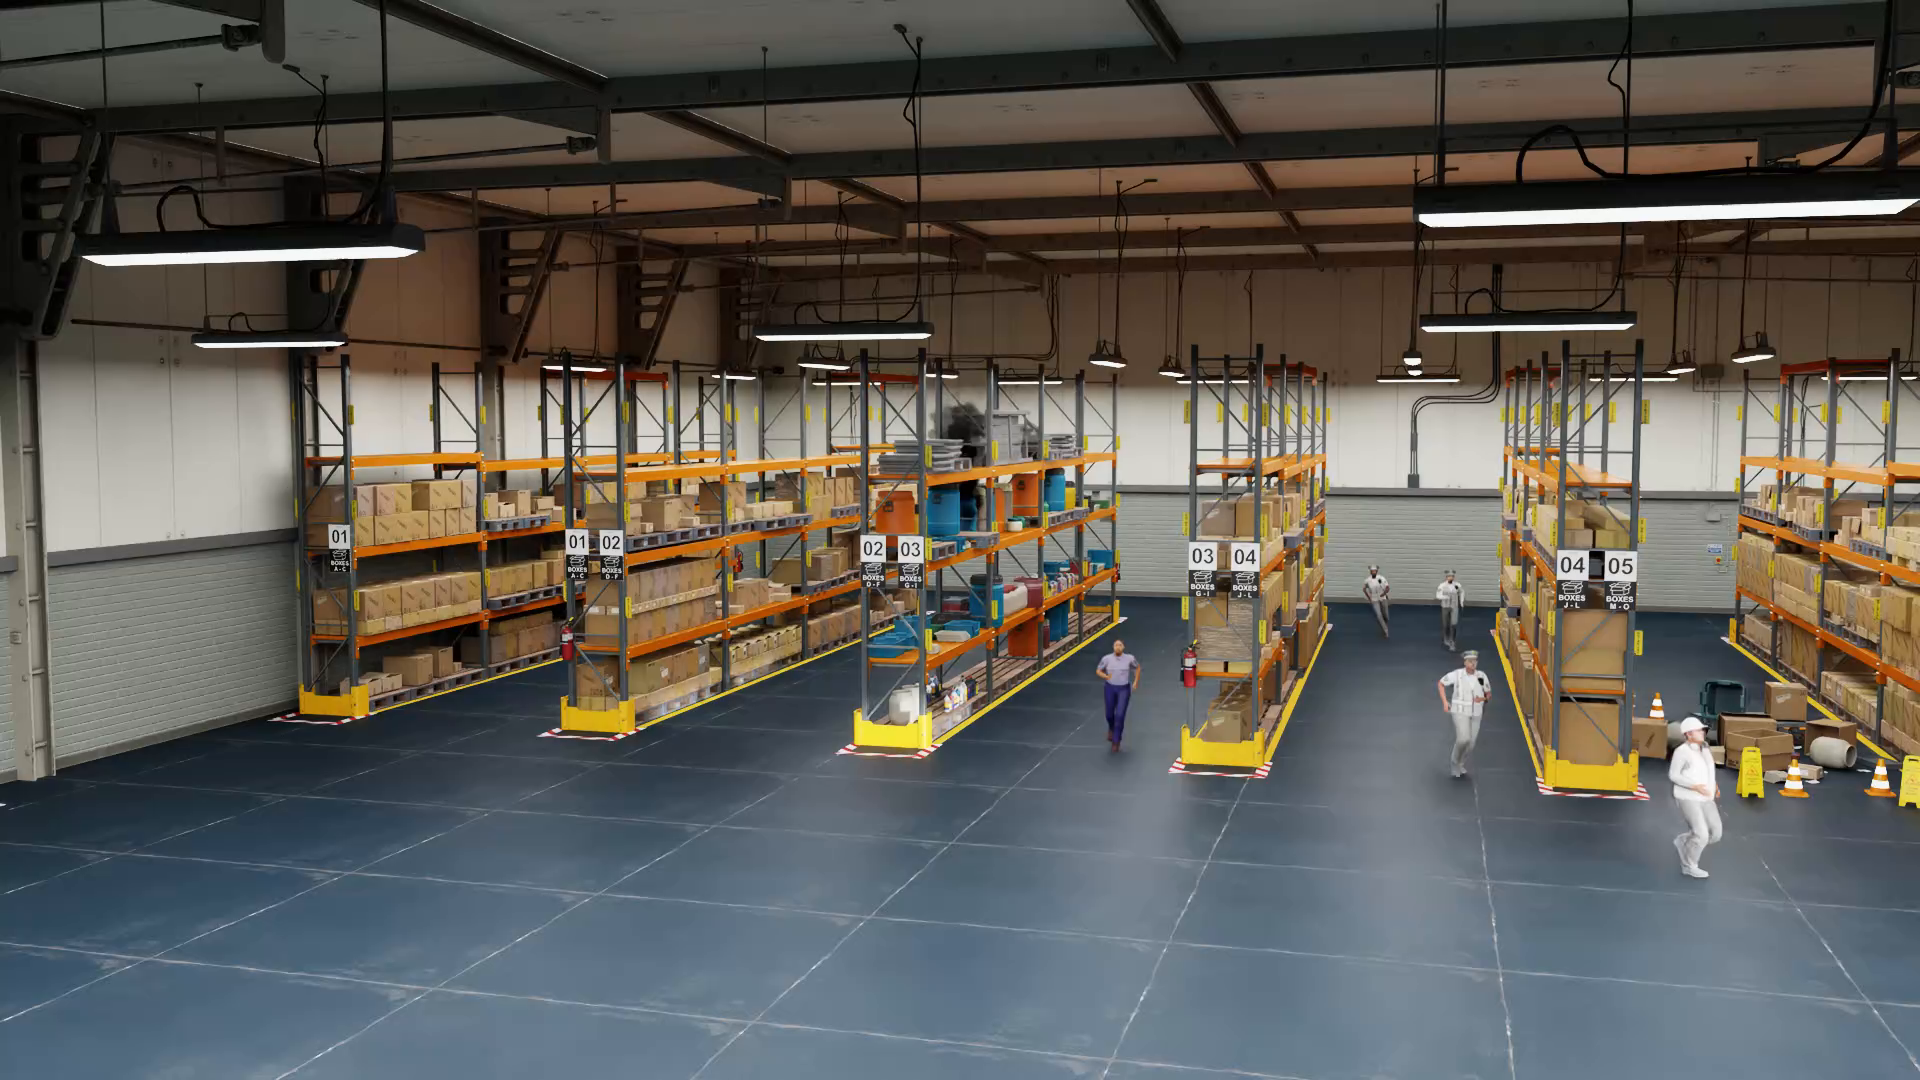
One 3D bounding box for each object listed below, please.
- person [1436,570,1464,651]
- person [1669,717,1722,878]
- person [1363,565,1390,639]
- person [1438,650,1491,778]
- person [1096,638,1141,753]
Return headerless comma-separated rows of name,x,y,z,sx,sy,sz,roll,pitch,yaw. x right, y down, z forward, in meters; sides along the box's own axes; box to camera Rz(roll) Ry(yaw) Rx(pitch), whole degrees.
person,10.491,1.491,35.596,0.574,1.746,0.829,1,4,17
person,7.984,2.787,18.047,0.656,1.722,0.604,-3,5,-31
person,9.445,1.372,37.709,0.603,1.654,0.812,1,4,10
person,7.032,2.413,23.032,0.649,1.785,0.629,-1,4,-9
person,2.377,2.303,25.028,0.653,1.644,0.874,1,4,11
